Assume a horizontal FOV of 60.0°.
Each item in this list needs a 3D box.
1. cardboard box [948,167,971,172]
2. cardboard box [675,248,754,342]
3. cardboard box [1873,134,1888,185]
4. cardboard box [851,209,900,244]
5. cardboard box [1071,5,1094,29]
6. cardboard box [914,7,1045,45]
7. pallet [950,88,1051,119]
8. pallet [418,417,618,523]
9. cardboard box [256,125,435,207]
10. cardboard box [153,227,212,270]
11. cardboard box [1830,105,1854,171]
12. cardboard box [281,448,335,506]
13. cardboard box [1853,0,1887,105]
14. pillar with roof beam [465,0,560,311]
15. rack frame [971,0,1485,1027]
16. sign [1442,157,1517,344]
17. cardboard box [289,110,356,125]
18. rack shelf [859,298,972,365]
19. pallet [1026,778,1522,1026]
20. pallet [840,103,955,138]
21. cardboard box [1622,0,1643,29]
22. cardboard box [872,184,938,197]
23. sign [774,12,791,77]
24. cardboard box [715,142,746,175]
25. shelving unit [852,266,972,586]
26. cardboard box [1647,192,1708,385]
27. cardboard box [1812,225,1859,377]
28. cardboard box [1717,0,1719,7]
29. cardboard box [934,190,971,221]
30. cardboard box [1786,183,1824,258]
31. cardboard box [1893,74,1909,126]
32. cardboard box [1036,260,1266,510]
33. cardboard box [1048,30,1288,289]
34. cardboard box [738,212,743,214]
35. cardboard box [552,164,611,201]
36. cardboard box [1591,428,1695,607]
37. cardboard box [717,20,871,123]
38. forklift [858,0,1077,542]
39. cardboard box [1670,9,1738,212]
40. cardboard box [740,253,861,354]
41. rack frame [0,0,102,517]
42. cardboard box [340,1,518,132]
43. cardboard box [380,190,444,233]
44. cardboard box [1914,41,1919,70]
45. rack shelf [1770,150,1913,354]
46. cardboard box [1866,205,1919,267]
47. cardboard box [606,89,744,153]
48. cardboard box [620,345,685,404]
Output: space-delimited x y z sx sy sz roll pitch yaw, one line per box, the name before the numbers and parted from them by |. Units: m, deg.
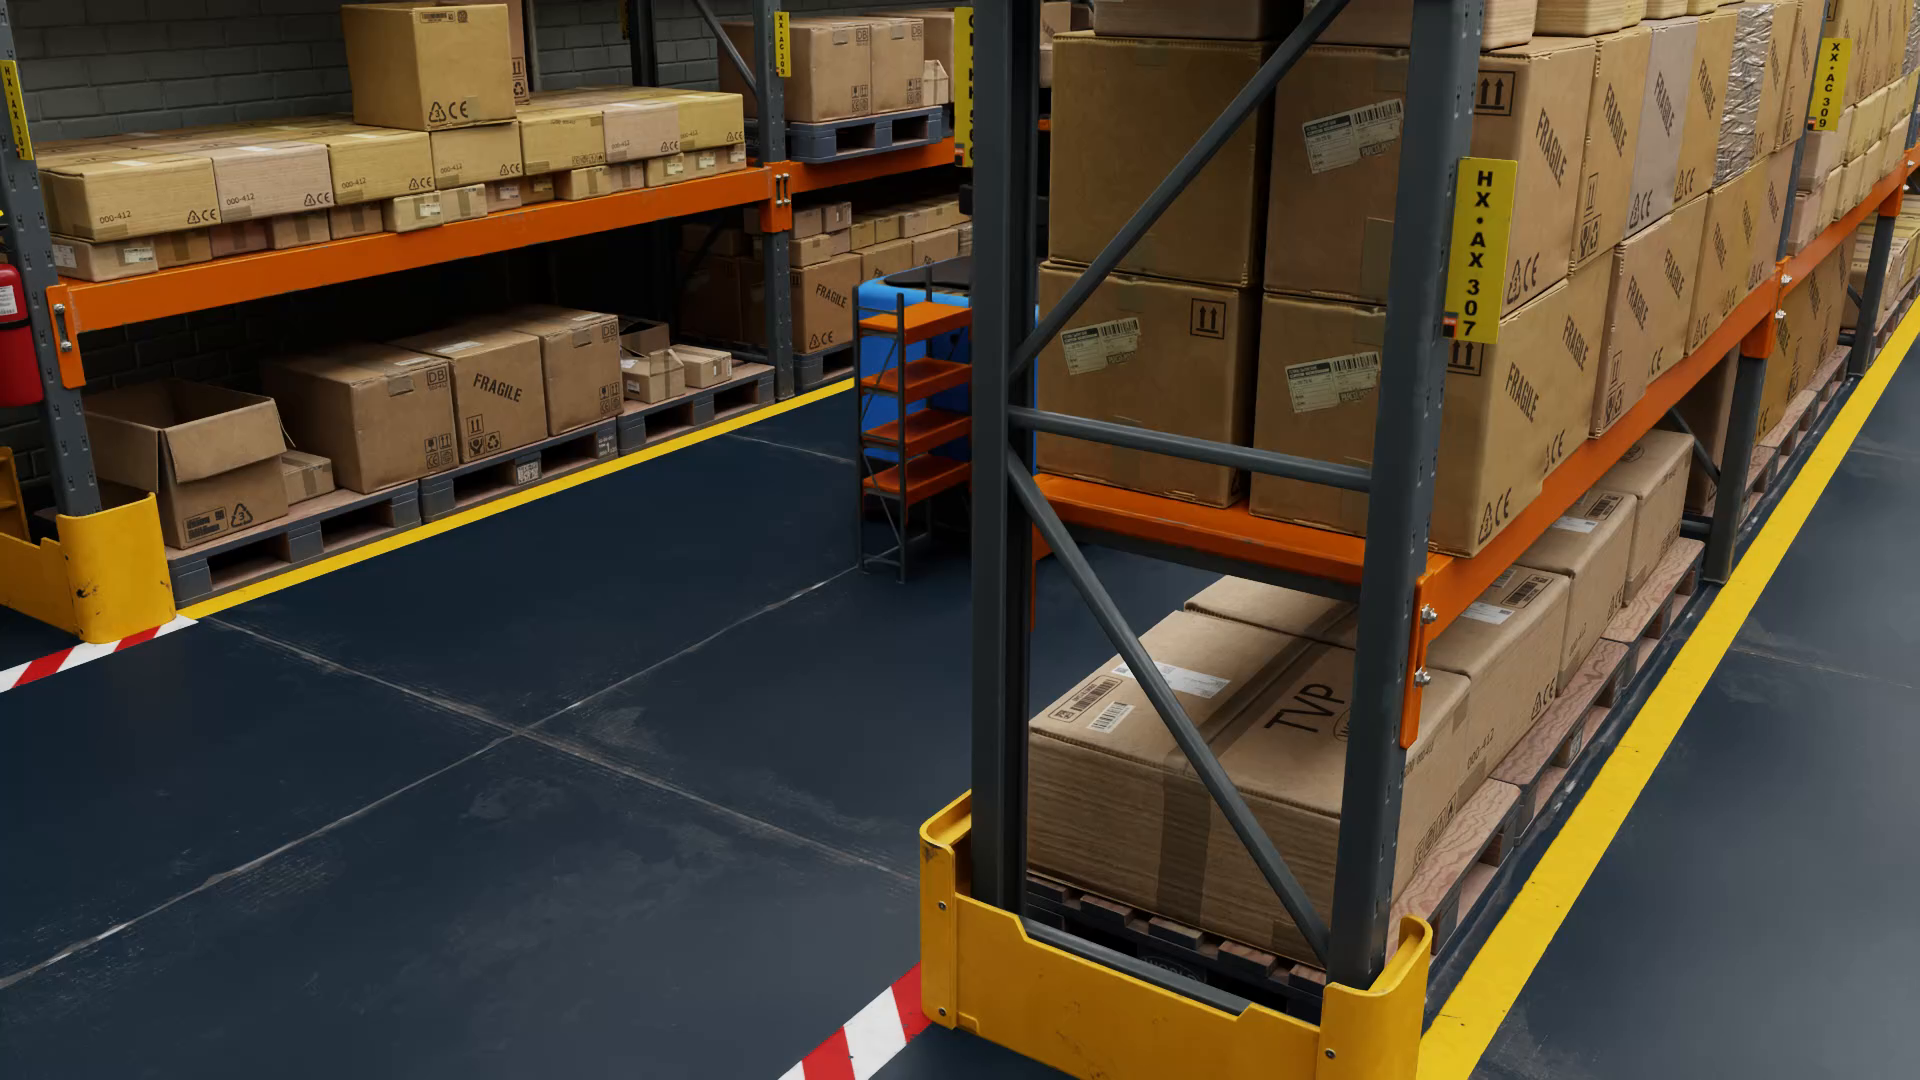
cardboard box | 0.139 -2.614 12.070 0.380 0.149 0.250 14 25 33
cardboard box | -1.355 -1.520 10.049 0.500 0.500 0.500 13 24 32
cardboard box | 4.329 -1.921 8.350 0.500 0.250 0.500 13 24 31
cardboard box | -0.596 -1.929 10.218 0.380 0.149 0.250 13 24 31
cardboard box | 0.877 -3.929 12.483 0.380 0.149 0.250 14 25 34
cardboard box | 0.097 -3.186 10.800 0.797 0.503 0.637 13 24 31
pallet | 0.539 -3.147 11.725 1.213 0.211 1.003 13 24 32
pallet | -2.459 -0.441 8.153 1.003 0.211 1.213 13 24 32
cardboard box | -2.592 -1.587 7.019 0.500 0.250 0.500 13 24 31
cardboard box | -3.119 -1.154 6.424 0.380 0.149 0.250 14 24 33
cardboard box | 3.471 -1.721 7.089 0.500 0.250 0.500 14 24 33
cardboard box | -2.942 -0.281 7.204 0.380 0.149 0.250 12 24 30
cardboard box | 3.753 -2.211 7.333 0.500 0.500 0.500 13 24 31
pillar with roof beam | 1.037 -4.247 5.776 9.100 9.000 0.400 13 24 32
rack frame | 0.472 -0.183 3.435 1.000 3.000 0.127 13 24 32
sign | 0.928 -0.516 2.973 0.100 0.325 0.005 13 24 32
cardboard box | -2.729 -1.841 7.706 0.500 0.250 0.500 13 24 32
rack shelf | -0.179 -0.841 6.675 0.258 0.148 0.480 14 24 32
pallet | 0.857 0.881 4.580 1.003 0.211 1.213 13 24 32
pallet | -0.228 -2.796 10.777 1.003 0.211 1.213 13 24 32
cardboard box | 1.363 -1.271 3.856 0.380 0.149 0.250 12 24 30
cardboard box | -0.372 -2.303 11.231 0.380 0.149 0.250 13 24 32
sign | -0.934 -2.600 8.721 0.100 0.325 0.005 13 24 32
cardboard box | -1.357 -2.039 8.815 0.380 0.149 0.250 14 24 33
shelving unit | -0.179 -0.472 6.812 0.258 1.200 0.503 14 24 32
cardboard box | 1.809 -0.751 4.828 0.500 0.500 0.500 14 25 34
cardboard box | 4.512 -1.496 9.444 0.875 0.875 0.875 13 24 31
cardboard box | 1.914 -1.572 4.670 0.380 0.149 0.250 13 24 32
cardboard box | 0.025 -2.208 10.972 0.380 0.149 0.250 12 23 29
cardboard box | 3.186 -1.335 6.765 0.500 0.250 0.500 13 24 31
cardboard box | 4.622 -2.306 8.670 0.500 0.250 0.500 13 24 30
cardboard box | 0.524 -0.419 3.931 0.500 0.500 0.500 13 24 32
cardboard box | 0.546 -0.883 3.743 0.500 0.500 0.500 14 25 34
cardboard box | -1.145 -1.936 10.237 0.380 0.149 0.250 14 24 32
cardboard box | -1.902 -1.732 7.985 0.380 0.149 0.250 13 24 31
cardboard box | 2.279 -0.166 6.479 0.875 0.438 0.875 13 24 31
cardboard box | -0.930 -2.636 9.319 0.700 0.500 0.500 14 24 33
forklift | 0.789 -1.800 7.906 1.130 2.935 3.031 14 24 32
cardboard box | 1.825 -1.223 4.661 0.500 0.500 0.500 13 24 32
cardboard box | -0.929 -1.417 9.769 0.500 0.500 0.500 15 25 34
rack frame | -3.635 -1.149 6.049 1.000 3.000 0.127 13 24 32
cardboard box | -2.314 -2.078 7.267 0.500 0.500 0.500 14 24 33
cardboard box | -2.458 -1.432 7.176 0.380 0.149 0.250 12 24 30
cardboard box | 4.895 -2.794 8.910 0.500 0.500 0.500 13 24 30
rack shelf | 3.845 -1.567 8.214 1.077 0.370 4.000 13 24 32
cardboard box | 6.524 -2.232 12.158 0.950 0.372 0.625 15 25 35
cardboard box | -1.471 -2.173 8.602 0.500 0.250 0.500 14 24 33
cardboard box | -1.658 -0.892 8.689 0.396 0.266 0.258 14 25 34
